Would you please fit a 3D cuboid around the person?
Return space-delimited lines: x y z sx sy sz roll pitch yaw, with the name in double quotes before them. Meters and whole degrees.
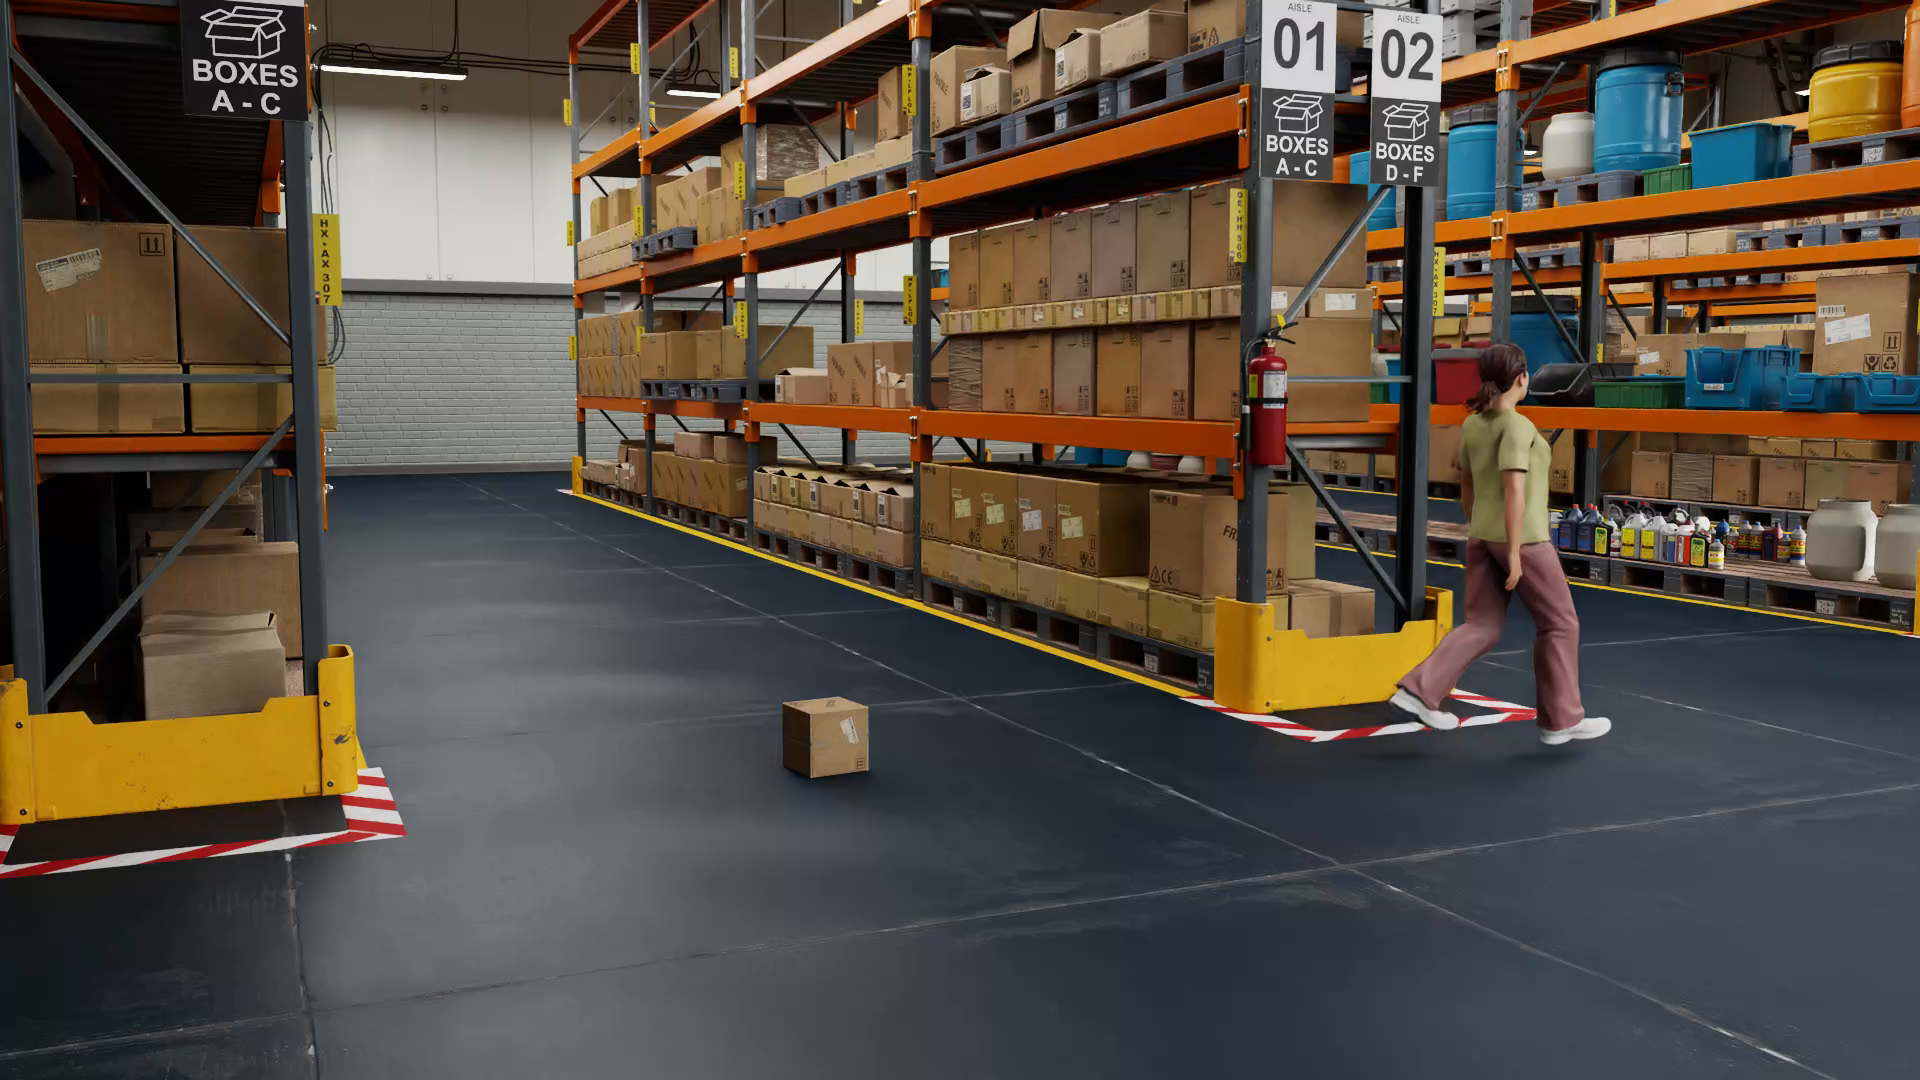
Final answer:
"person" 2.203 0.021 6.763 0.942 1.630 0.473 -2 6 -17
